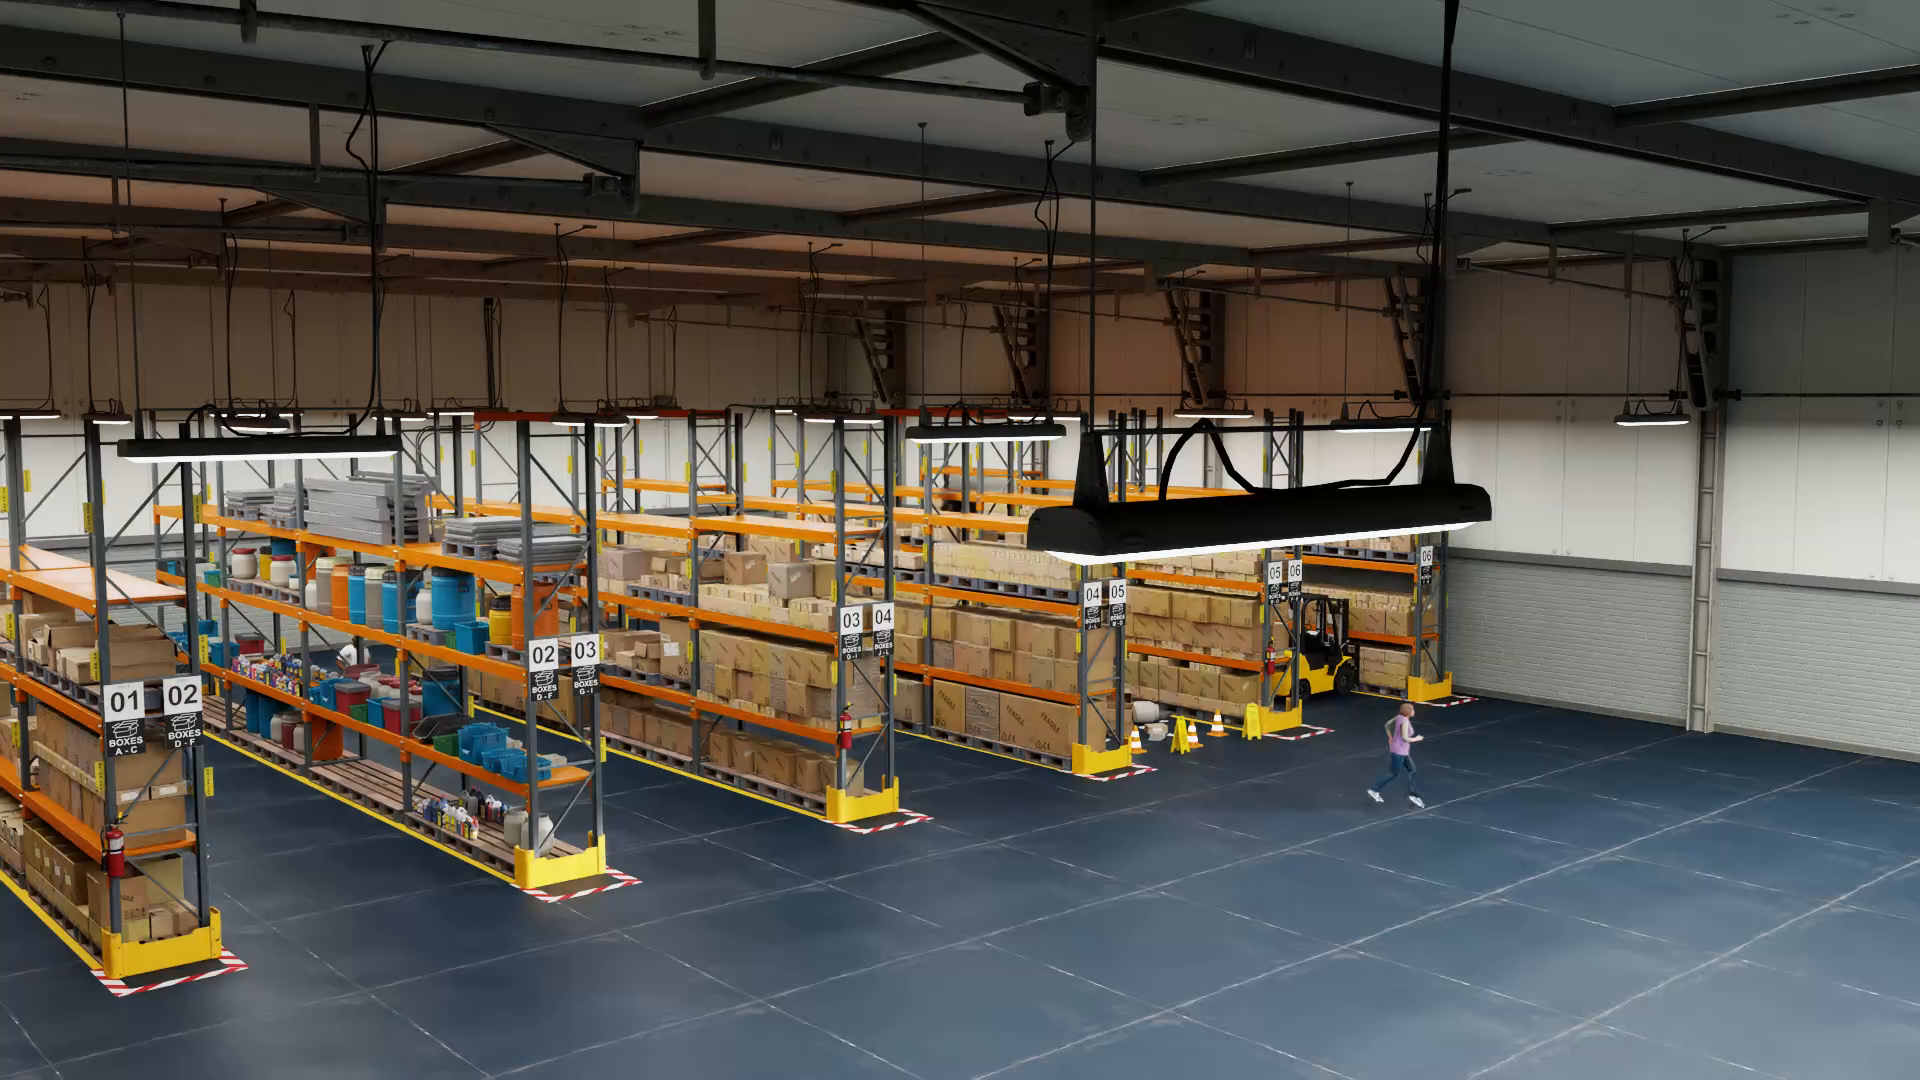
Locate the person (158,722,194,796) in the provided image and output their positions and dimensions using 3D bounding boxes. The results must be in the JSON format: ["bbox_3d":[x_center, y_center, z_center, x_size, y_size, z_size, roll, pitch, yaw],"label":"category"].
[{"bbox_3d":[-12.372,3.130,26.326,0.640,1.796,0.890,-5,7,-44],"label":"person"}]

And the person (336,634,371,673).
[{"bbox_3d":[-11.776,2.623,32.502,0.584,1.718,0.702,3,6,33],"label":"person"}]

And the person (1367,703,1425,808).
[{"bbox_3d":[6.712,3.310,25.528,0.868,1.596,0.562,1,5,7],"label":"person"}]
